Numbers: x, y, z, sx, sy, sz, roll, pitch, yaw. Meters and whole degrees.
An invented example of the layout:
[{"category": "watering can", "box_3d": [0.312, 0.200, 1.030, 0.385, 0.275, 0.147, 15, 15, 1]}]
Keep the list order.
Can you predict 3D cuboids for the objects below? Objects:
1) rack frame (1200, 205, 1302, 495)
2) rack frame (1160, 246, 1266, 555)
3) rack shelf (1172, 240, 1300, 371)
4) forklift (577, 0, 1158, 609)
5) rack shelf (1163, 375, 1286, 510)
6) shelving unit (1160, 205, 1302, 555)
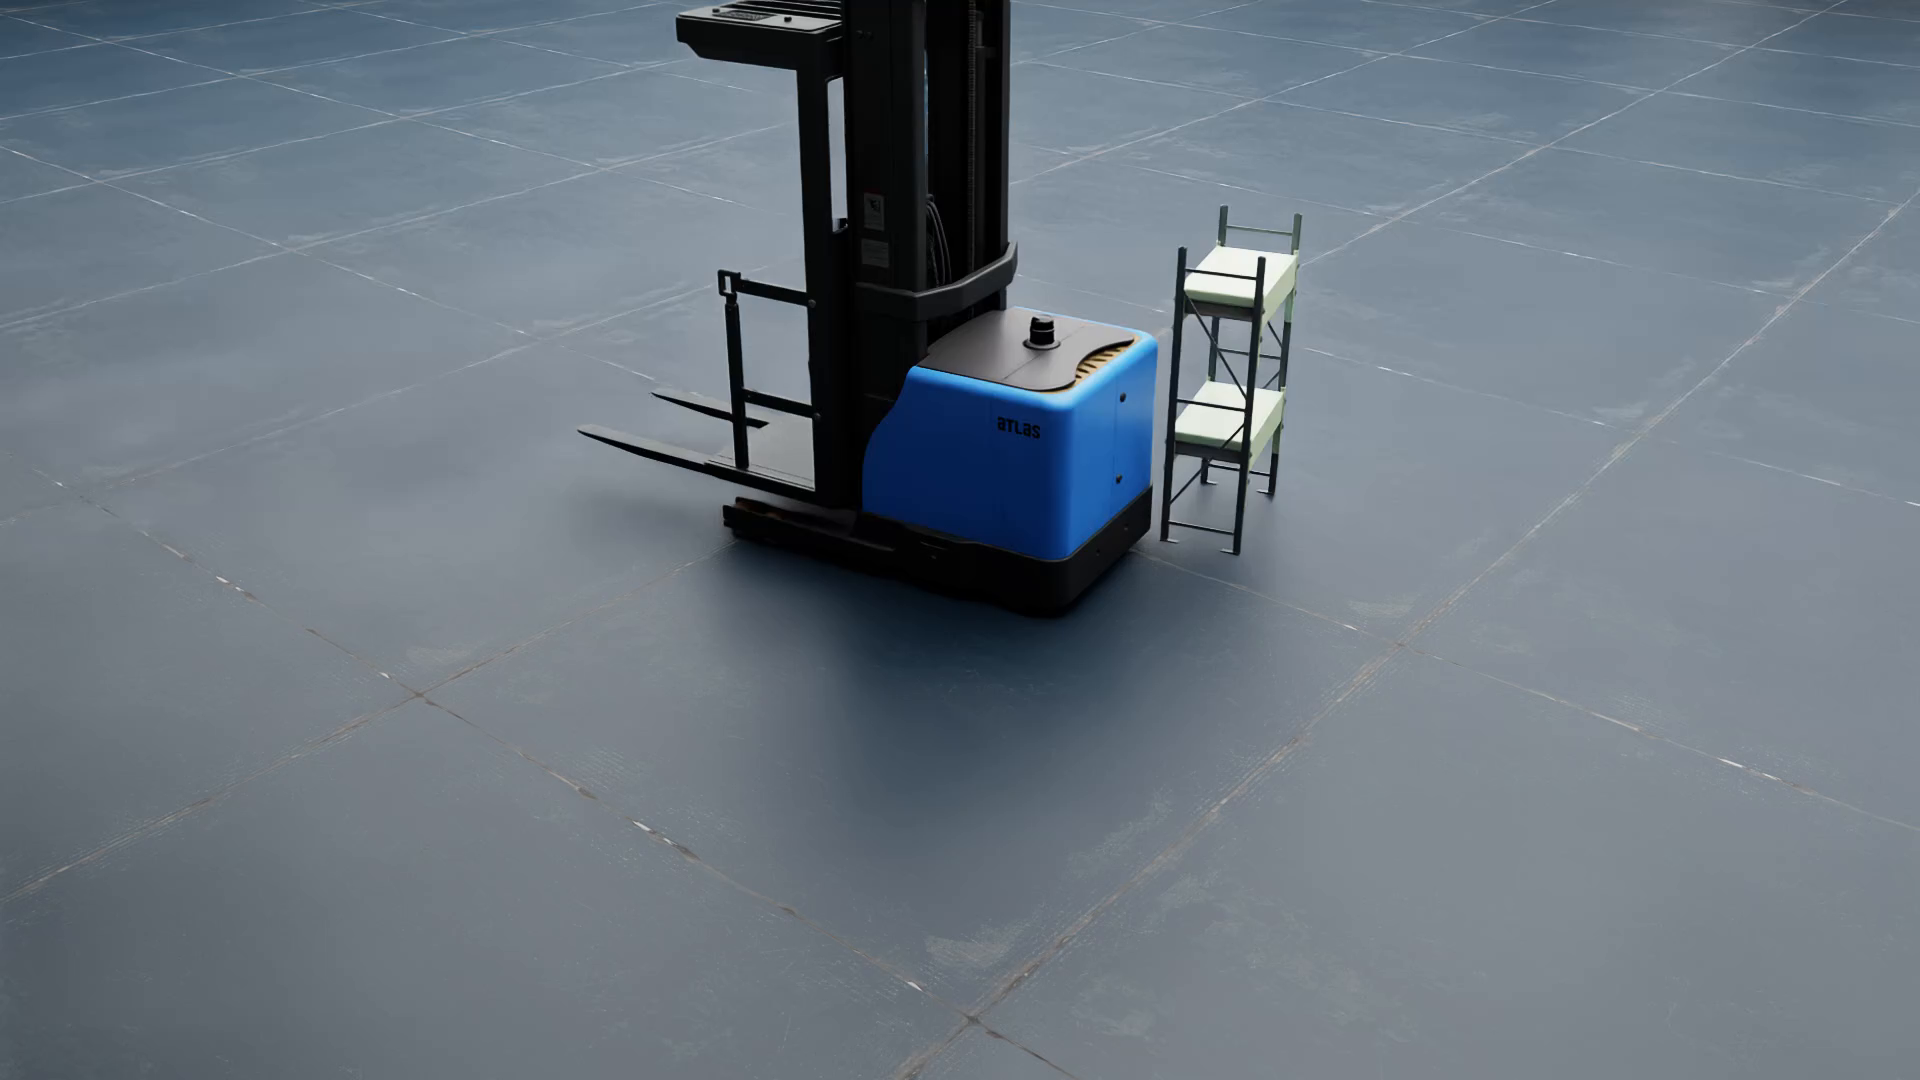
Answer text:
[{"category": "rack frame", "box_3d": [1.465, -0.941, 8.437, 0.400, 1.500, 0.023, 11, 29, 20]}, {"category": "rack frame", "box_3d": [1.181, -0.631, 7.837, 0.400, 1.500, 0.023, 11, 29, 20]}, {"category": "rack shelf", "box_3d": [1.323, -1.133, 7.958, 0.431, 0.370, 0.720, 11, 29, 20]}, {"category": "forklift", "box_3d": [-0.587, -1.474, 7.910, 3.031, 2.935, 1.130, 15, 31, 27]}, {"category": "rack shelf", "box_3d": [1.323, -0.497, 8.287, 0.431, 0.370, 0.720, 11, 29, 20]}, {"category": "shelving unit", "box_3d": [1.323, -0.786, 8.137, 0.431, 1.500, 0.755, 11, 29, 20]}]
